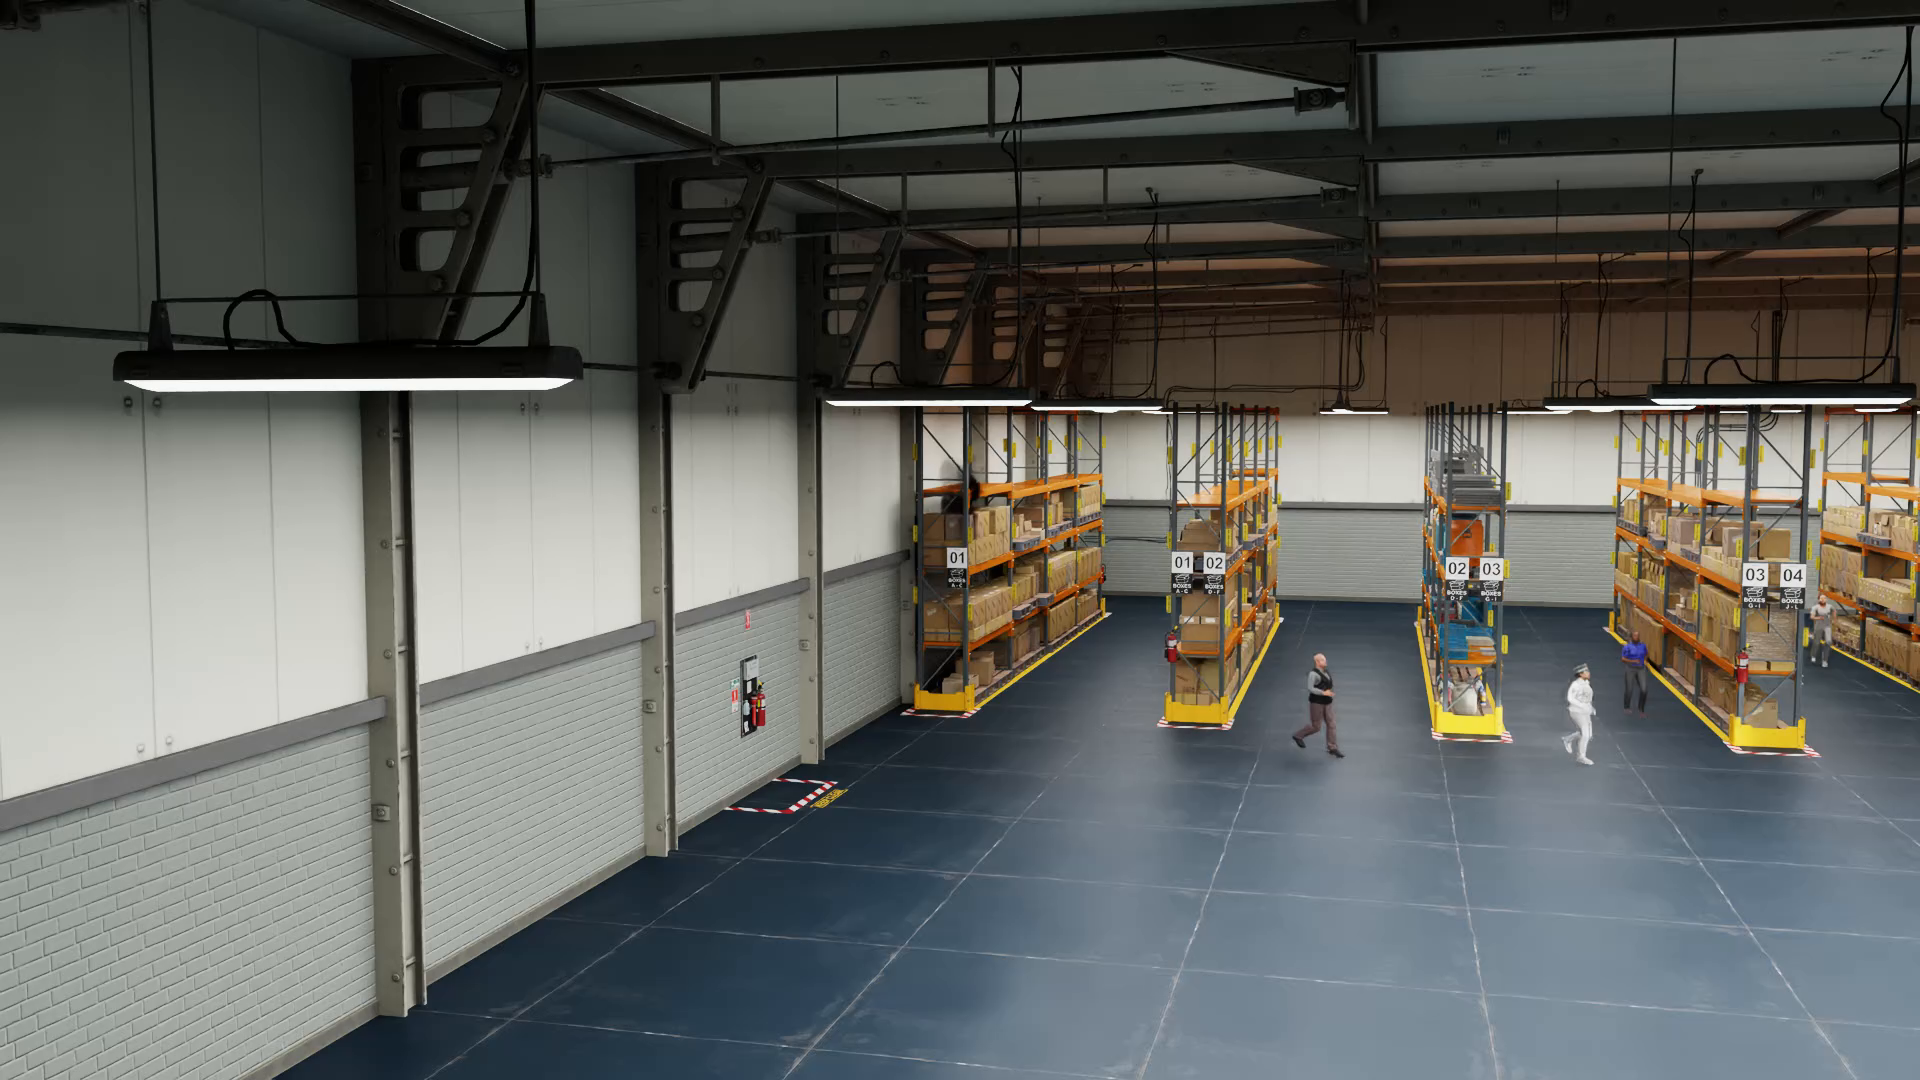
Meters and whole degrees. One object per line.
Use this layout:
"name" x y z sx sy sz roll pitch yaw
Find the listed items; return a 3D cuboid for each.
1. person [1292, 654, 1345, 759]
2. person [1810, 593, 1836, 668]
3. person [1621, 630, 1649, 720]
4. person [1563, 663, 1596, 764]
"person" 6.081 2.789 28.125 0.952 1.726 0.672 4 6 43
"person" 19.841 2.068 38.244 0.571 1.699 0.877 1 4 19
"person" 12.867 2.564 31.682 0.564 1.703 0.720 0 4 6
"person" 10.265 2.867 27.584 0.613 1.678 0.555 -4 6 -44
